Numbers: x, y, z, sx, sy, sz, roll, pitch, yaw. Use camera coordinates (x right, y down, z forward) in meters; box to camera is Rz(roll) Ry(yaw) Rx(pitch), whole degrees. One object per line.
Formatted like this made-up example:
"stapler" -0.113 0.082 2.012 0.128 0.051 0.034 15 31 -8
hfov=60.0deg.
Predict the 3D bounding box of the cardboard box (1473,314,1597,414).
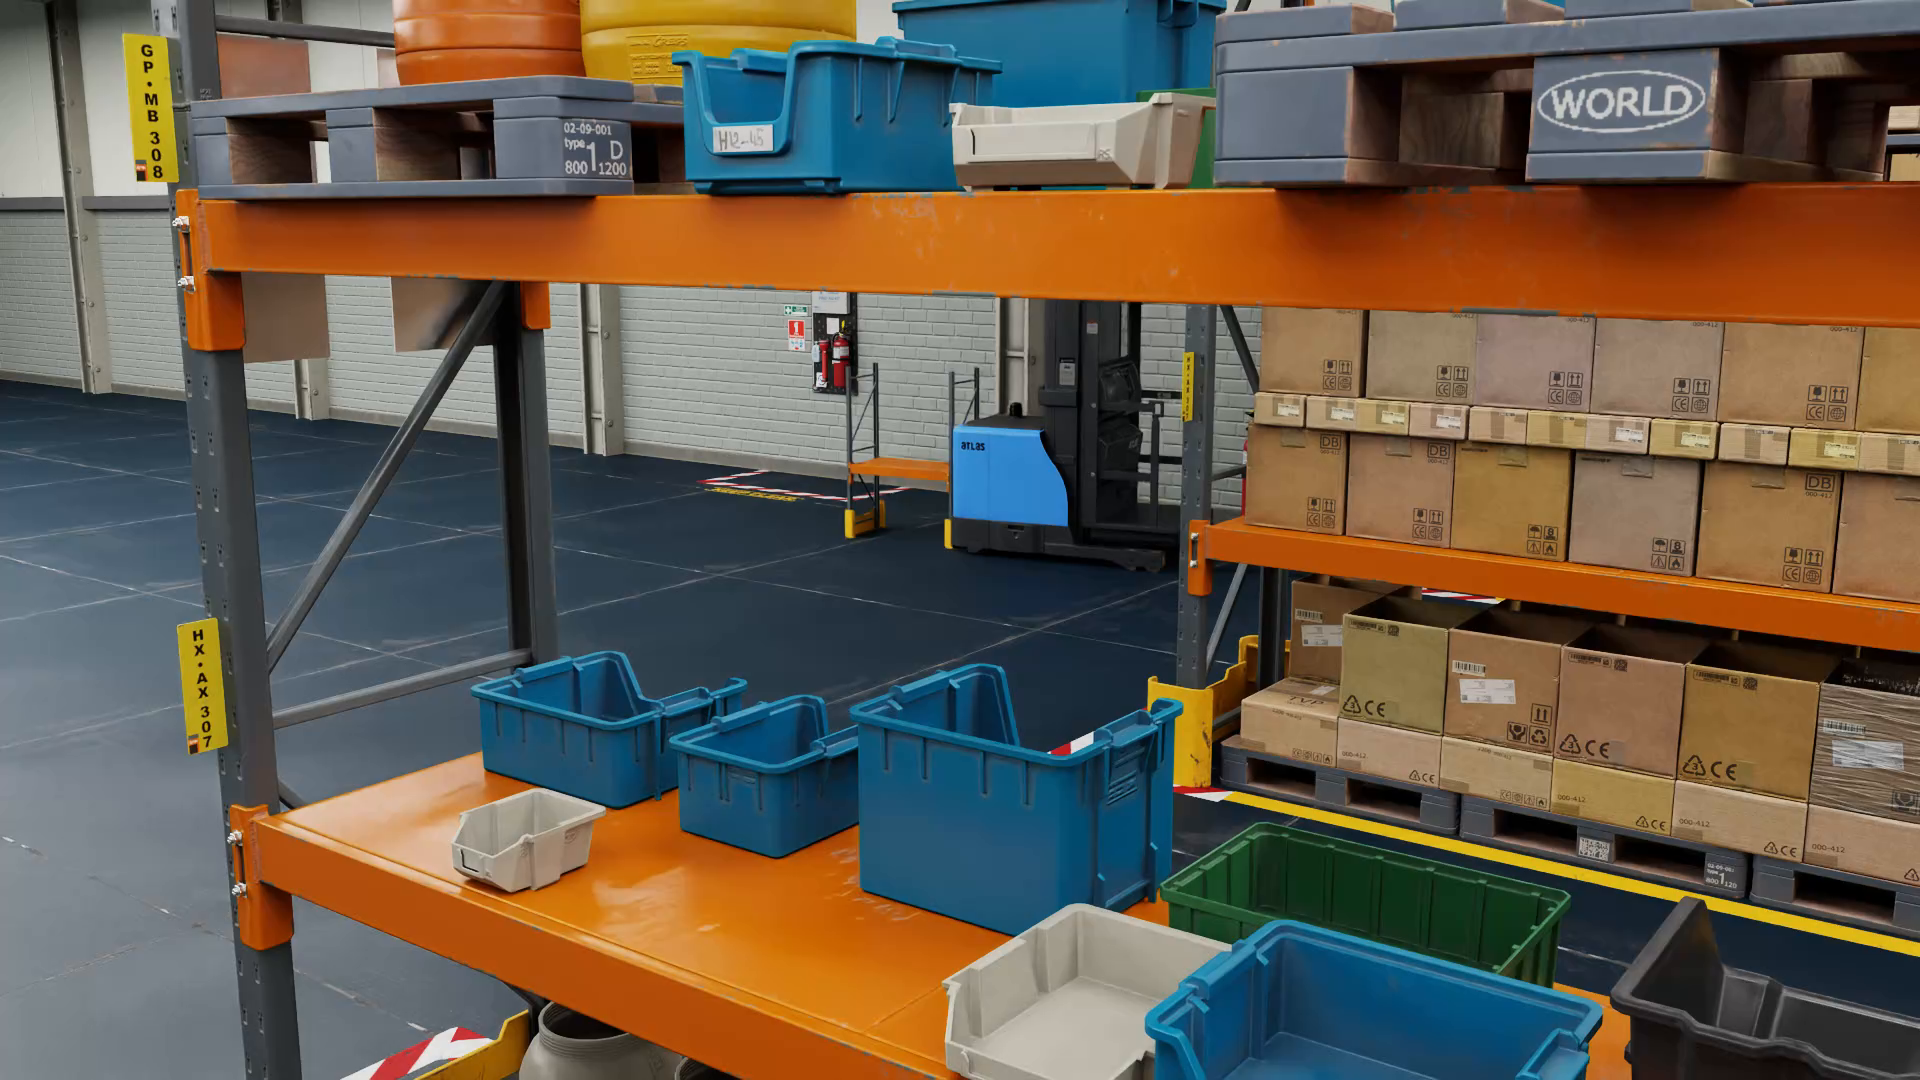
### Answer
"cardboard box" 2.662 -0.859 7.396 0.500 0.500 0.700 8 14 36

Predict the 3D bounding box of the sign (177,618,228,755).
"sign" -1.848 0.357 4.058 0.005 0.325 0.100 8 13 36

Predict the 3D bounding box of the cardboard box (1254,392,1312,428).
"cardboard box" 1.605 -0.639 7.965 0.250 0.149 0.380 8 13 35

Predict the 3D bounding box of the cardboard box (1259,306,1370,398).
"cardboard box" 1.828 -0.974 7.990 0.500 0.500 0.700 8 14 36

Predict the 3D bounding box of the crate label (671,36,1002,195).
"crate label" -0.205 -0.729 2.897 0.408 0.251 0.502 8 13 36

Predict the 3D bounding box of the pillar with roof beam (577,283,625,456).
"pillar with roof beam" -6.798 -4.797 15.632 0.400 9.000 9.100 8 13 36

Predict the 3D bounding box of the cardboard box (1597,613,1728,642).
"cardboard box" 3.242 0.608 7.648 0.500 0.500 0.500 8 13 36

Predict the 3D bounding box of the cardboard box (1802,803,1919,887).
"cardboard box" 3.740 1.168 6.726 0.500 0.250 0.500 8 13 36

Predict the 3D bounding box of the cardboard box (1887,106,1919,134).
"cardboard box" 3.507 -1.617 6.281 0.250 0.149 0.380 8 13 36

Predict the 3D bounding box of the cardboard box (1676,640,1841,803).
"cardboard box" 3.336 0.744 6.944 0.500 0.500 0.500 8 13 36

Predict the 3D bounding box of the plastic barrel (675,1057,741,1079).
"plastic barrel" -0.539 1.543 4.100 0.421 0.512 0.421 0 11 0

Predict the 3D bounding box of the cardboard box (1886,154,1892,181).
"cardboard box" 5.744 -2.383 10.735 0.500 0.500 0.500 9 14 39

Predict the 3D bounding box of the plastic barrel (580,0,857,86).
"plastic barrel" -0.524 -1.253 3.613 0.600 0.588 0.600 0 11 0

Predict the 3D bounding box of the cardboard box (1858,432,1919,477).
"cardboard box" 3.672 -0.351 6.475 0.250 0.149 0.380 8 13 35

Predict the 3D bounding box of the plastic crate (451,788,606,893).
"plastic crate" -0.988 0.689 3.768 0.250 0.136 0.298 8 13 36

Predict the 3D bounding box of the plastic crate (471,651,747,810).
"plastic crate" -0.938 0.493 4.477 0.616 0.251 0.499 8 13 36

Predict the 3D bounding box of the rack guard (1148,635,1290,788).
"rack guard" 1.397 0.876 8.686 0.348 0.500 1.175 8 13 36

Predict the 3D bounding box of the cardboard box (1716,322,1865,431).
"cardboard box" 3.468 -0.747 6.815 0.500 0.500 0.700 8 13 36

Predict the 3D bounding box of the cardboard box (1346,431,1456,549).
"cardboard box" 2.211 -0.285 7.842 0.500 0.500 0.700 8 14 37

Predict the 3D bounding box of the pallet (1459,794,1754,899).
"pallet" 3.037 1.237 7.579 1.213 0.211 1.003 8 13 36

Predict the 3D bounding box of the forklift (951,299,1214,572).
"forklift" 1.492 -1.299 13.527 3.031 2.935 1.130 5 12 23

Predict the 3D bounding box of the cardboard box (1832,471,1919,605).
"cardboard box" 3.850 -0.055 6.655 0.500 0.500 0.700 8 13 35

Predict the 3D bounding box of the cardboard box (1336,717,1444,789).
"cardboard box" 2.122 0.945 7.881 0.500 0.250 0.500 8 13 36

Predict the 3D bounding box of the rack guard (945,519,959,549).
"rack guard" 0.037 -0.099 14.385 0.087 0.250 0.587 6 12 28

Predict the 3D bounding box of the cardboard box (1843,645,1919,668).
"cardboard box" 4.044 0.722 7.062 0.500 0.500 0.500 8 13 36

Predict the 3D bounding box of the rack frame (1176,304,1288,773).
"rack frame" 1.416 -0.349 8.435 0.127 3.000 1.000 8 13 36

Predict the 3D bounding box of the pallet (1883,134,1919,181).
"pallet" 3.938 -1.420 6.309 1.213 0.211 1.003 8 13 36

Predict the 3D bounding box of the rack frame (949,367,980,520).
"rack frame" 0.038 -0.713 14.266 0.032 1.500 0.500 6 12 28

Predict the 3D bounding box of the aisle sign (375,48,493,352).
"aisle sign" -1.401 -0.921 4.547 0.004 0.787 0.394 8 13 36

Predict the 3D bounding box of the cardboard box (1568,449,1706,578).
"cardboard box" 3.035 -0.170 7.246 0.500 0.500 0.700 8 14 37

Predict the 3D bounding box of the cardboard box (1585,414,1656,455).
"cardboard box" 2.844 -0.466 7.071 0.250 0.149 0.380 8 14 36

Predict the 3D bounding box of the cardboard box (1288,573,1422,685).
"cardboard box" 2.025 0.442 8.509 0.500 0.500 0.500 8 13 36

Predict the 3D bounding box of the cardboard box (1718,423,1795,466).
"cardboard box" 3.272 -0.407 6.767 0.250 0.149 0.380 8 14 37

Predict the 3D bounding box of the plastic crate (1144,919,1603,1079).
"plastic crate" 0.653 0.849 2.635 0.616 0.251 0.499 8 13 36

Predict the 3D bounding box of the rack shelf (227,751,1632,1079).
"rack shelf" 0.094 0.987 3.423 4.000 0.370 1.077 8 13 36

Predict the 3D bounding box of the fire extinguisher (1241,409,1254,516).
"fire extinguisher" 1.596 -0.395 8.878 0.183 0.674 0.296 8 13 36

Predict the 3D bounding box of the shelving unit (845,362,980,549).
"shelving unit" -0.402 -0.758 14.497 1.083 1.500 0.587 6 12 28

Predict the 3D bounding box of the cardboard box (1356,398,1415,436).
"cardboard box" 2.020 -0.582 7.668 0.250 0.149 0.380 8 14 36

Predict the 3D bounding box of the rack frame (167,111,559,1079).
"rack frame" -1.518 0.409 4.517 0.127 3.000 1.000 8 13 36

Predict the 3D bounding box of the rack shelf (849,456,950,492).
"rack shelf" -0.410 -0.582 14.535 1.000 0.185 0.538 6 12 28

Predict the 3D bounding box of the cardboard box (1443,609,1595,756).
"cardboard box" 2.532 0.631 7.528 0.500 0.500 0.500 8 13 36

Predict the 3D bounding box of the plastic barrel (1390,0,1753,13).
"plastic barrel" 0.967 -1.194 2.483 0.708 0.901 0.600 8 13 36

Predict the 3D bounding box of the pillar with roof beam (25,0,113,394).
"pillar with roof beam" -16.470 -6.146 22.605 0.548 9.000 9.100 8 13 36

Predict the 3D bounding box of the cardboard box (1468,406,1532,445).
"cardboard box" 2.438 -0.523 7.367 0.250 0.149 0.380 7 13 34

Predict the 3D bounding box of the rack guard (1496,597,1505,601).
"rack guard" 4.407 0.128 12.550 0.348 0.500 1.175 8 13 36

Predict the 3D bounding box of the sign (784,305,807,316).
"sign" -1.770 -2.473 17.927 0.331 0.109 0.001 8 13 36

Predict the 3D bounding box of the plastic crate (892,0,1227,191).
"plastic crate" 0.197 -0.887 3.364 0.575 0.384 0.392 8 13 36

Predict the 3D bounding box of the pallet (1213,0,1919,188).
"pallet" 1.066 -0.587 2.268 1.003 0.211 1.213 8 13 36

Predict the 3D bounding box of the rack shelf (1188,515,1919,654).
"rack shelf" 3.029 0.229 7.341 4.000 0.370 1.077 8 13 36

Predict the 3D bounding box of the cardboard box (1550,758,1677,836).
"cardboard box" 2.925 1.058 7.295 0.500 0.250 0.500 8 13 36

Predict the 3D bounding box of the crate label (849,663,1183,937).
"crate label" 0.125 0.557 3.658 0.616 0.435 0.502 8 13 36
